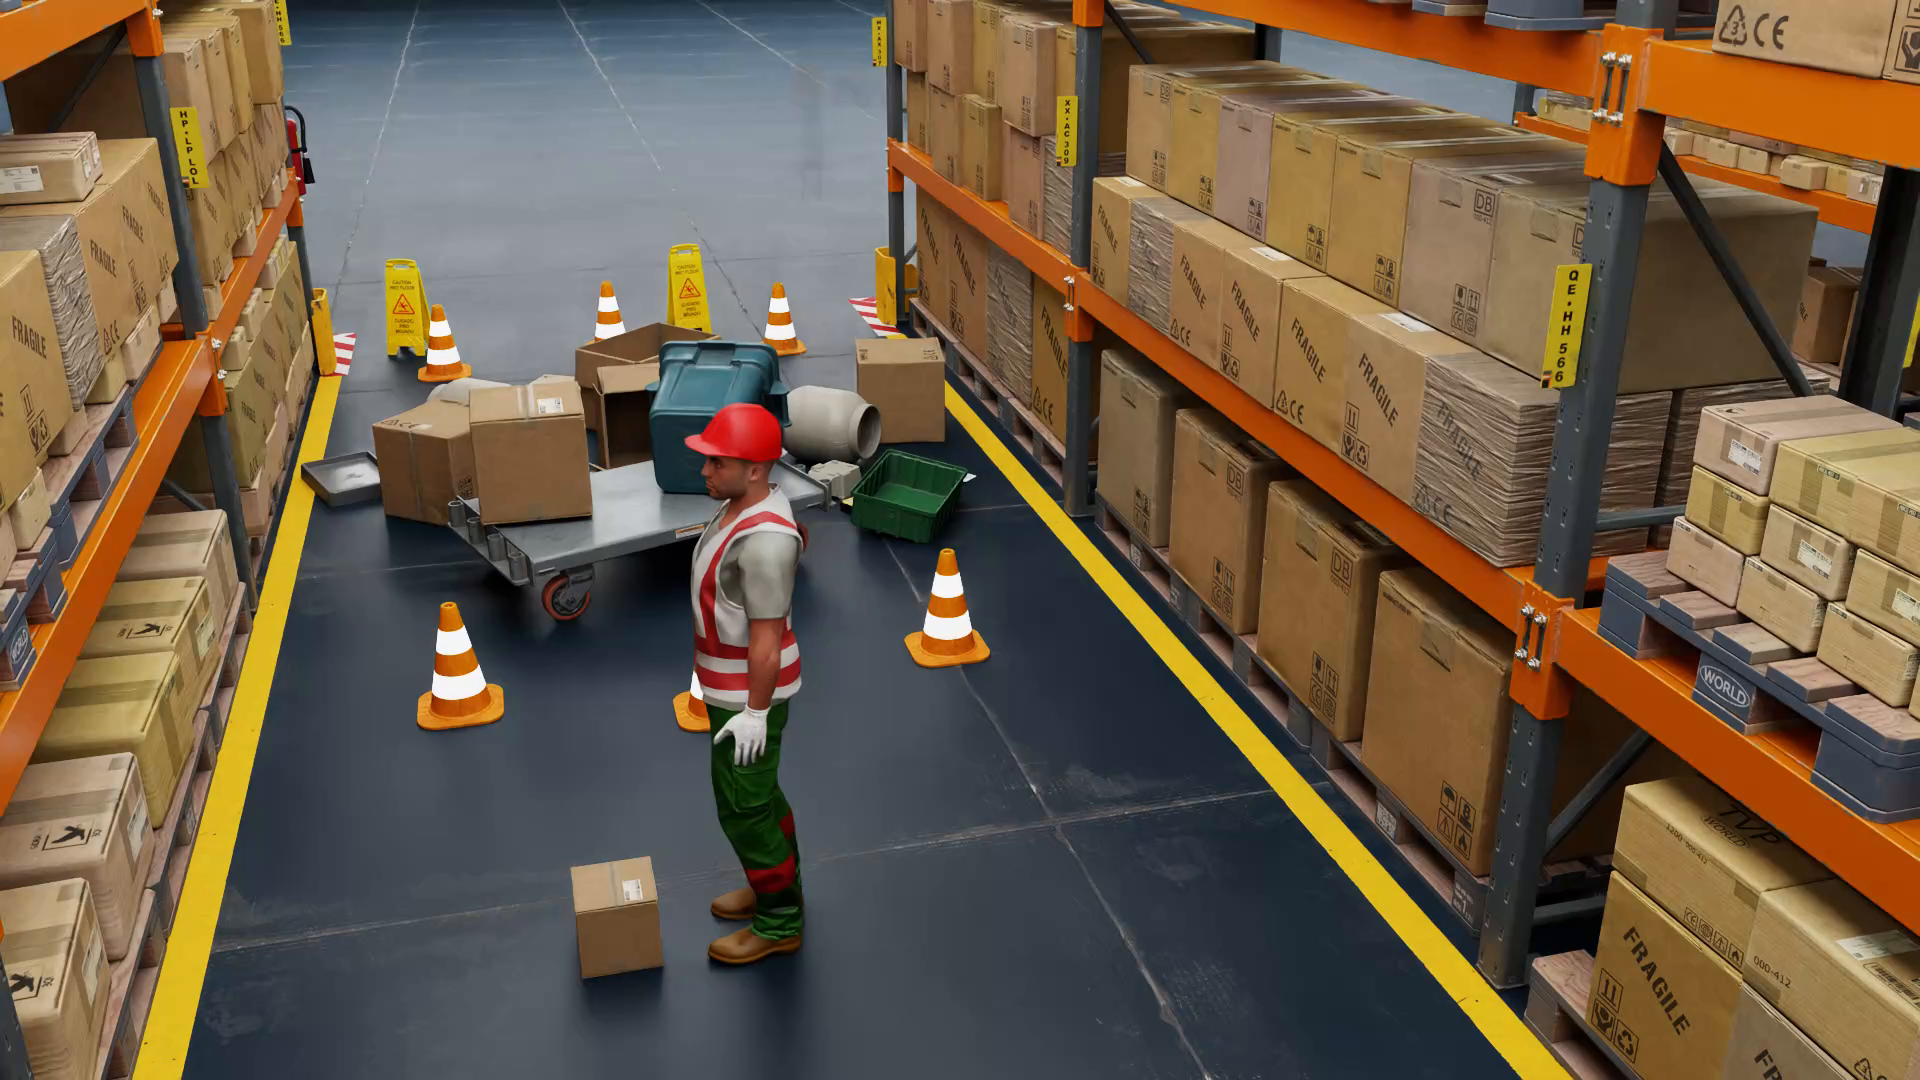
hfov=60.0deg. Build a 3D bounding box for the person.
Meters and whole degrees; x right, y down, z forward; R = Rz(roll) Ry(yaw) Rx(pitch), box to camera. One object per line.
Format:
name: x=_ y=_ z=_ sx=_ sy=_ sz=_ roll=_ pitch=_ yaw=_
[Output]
person: x=-0.646 y=0.443 z=5.017 sx=0.354 sy=1.789 sz=0.524 roll=-6 pitch=23 yaw=-13
